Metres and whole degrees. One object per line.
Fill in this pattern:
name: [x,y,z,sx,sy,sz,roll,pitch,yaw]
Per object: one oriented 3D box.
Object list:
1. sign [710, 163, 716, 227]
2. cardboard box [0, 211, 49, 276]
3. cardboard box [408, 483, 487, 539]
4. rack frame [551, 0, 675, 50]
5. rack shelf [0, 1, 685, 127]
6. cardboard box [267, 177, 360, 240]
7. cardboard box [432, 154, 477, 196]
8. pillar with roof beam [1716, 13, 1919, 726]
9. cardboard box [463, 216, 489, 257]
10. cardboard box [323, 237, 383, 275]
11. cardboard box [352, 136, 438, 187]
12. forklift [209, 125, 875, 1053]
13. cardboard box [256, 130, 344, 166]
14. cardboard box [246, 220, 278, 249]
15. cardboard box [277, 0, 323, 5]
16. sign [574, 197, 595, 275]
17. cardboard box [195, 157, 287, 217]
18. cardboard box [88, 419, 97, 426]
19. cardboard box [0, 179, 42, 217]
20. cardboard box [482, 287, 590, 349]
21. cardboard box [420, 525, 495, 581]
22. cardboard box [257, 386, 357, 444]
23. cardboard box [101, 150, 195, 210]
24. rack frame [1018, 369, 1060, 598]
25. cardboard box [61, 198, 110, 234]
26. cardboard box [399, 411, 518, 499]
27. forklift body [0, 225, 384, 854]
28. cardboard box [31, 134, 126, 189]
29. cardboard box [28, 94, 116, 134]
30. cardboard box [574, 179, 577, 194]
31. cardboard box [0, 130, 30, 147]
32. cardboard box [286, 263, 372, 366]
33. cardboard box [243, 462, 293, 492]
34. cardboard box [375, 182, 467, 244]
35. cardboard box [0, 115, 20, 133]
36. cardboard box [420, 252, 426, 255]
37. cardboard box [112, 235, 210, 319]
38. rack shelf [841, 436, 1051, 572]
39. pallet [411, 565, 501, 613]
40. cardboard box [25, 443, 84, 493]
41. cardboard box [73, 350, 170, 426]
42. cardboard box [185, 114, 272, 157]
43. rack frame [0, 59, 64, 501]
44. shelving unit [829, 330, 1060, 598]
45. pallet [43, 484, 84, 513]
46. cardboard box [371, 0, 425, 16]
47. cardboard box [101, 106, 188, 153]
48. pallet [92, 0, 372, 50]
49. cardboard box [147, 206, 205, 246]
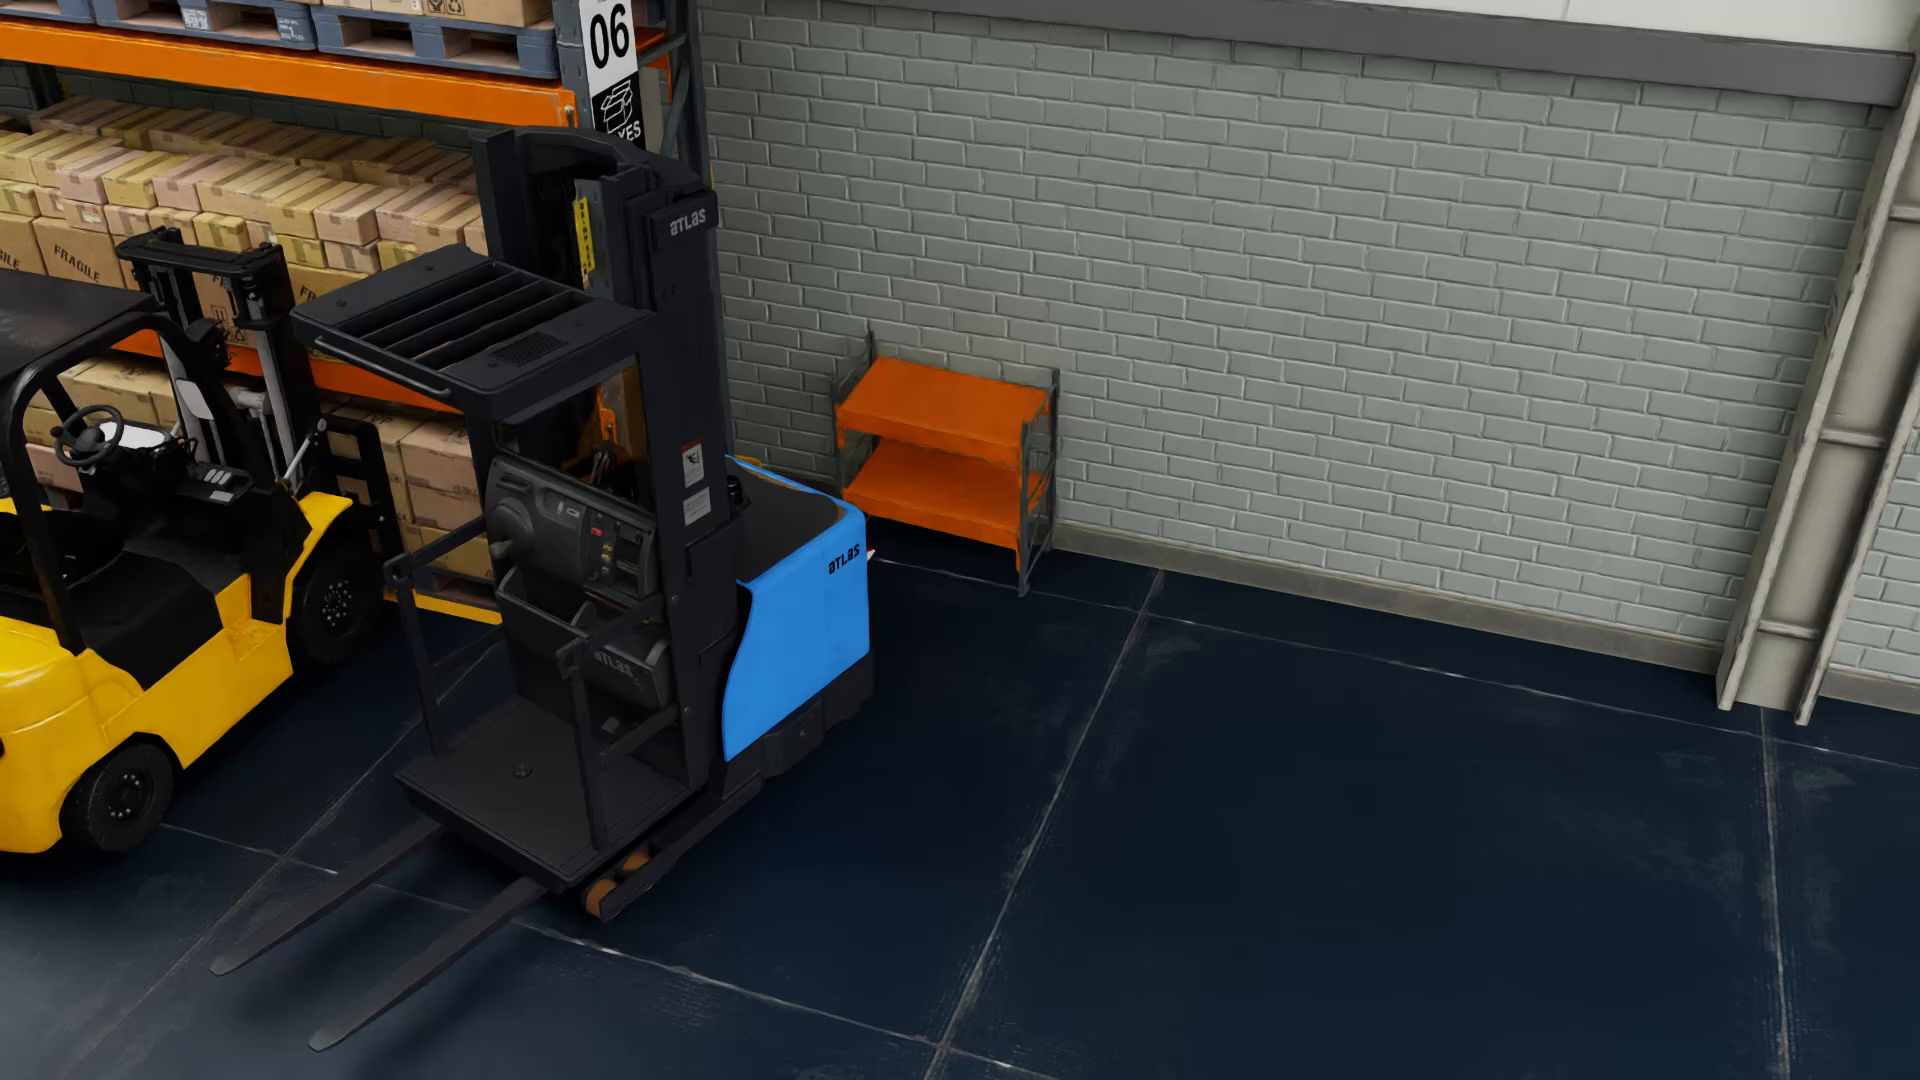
sign: [-1.235,-1.686,8.192,0.005,0.325,0.100,11,34,16]
cardboard box: [-4.864,-1.566,8.786,0.500,0.500,0.500,10,34,15]
cardboard box: [-2.460,-0.264,8.549,0.500,0.250,0.500,11,34,16]
rack frame: [-1.428,-3.527,6.384,0.127,3.000,1.000,11,34,16]
rack shelf: [-3.311,-2.330,7.960,4.000,0.370,1.077,11,34,16]
cardboard box: [-3.072,-1.586,7.945,0.250,0.149,0.380,12,35,17]
cardboard box: [-2.389,-1.775,8.238,0.250,0.149,0.380,11,35,17]
pillar with roof beam: [2.416,-0.818,2.189,0.400,9.000,9.100,11,34,16]
cardboard box: [-2.079,-1.433,7.708,0.250,0.149,0.380,11,34,17]
cardboard box: [-2.820,-1.428,7.973,0.250,0.149,0.380,10,34,15]
cardboard box: [-2.859,-1.909,8.445,0.250,0.149,0.380,10,34,15]
forklift: [-1.683,0.023,6.480,1.130,2.935,3.031,22,39,30]
cardboard box: [-3.369,-1.961,8.525,0.250,0.149,0.380,12,35,18]
cardboard box: [-3.270,-1.555,8.171,0.250,0.149,0.380,11,34,16]
cardboard box: [-2.858,-2.722,7.332,0.500,0.500,0.700,11,35,17]
sign: [-1.624,-1.318,7.208,0.005,0.325,0.100,11,34,16]
cardboard box: [-3.514,-1.736,8.177,0.250,0.149,0.380,11,34,17]
cardboard box: [-4.368,-0.632,9.119,0.500,0.250,0.500,11,34,16]
cardboard box: [-4.738,-1.814,8.571,0.250,0.149,0.380,12,35,18]
cardboard box: [-1.980,-1.004,7.916,0.500,0.500,0.500,10,34,15]
cardboard box: [-2.442,-0.048,8.675,0.500,0.250,0.500,11,34,16]
cardboard box: [-3.402,-0.647,8.681,0.500,0.250,0.500,10,34,15]
cardboard box: [-4.013,-1.791,8.262,0.250,0.149,0.380,10,34,16]
rack frame: [0.406,-0.280,8.552,0.032,1.125,0.500,14,42,17]
cardboard box: [-4.276,-1.697,8.391,0.250,0.149,0.380,12,35,18]
cardboard box: [-2.450,-0.463,8.396,0.500,0.250,0.500,12,35,17]
forklift body: [-3.829,-0.065,7.336,1.214,2.155,2.313,11,34,16]
cardboard box: [-4.474,-1.924,8.468,0.250,0.149,0.380,10,34,16]
cardboard box: [-4.791,-2.274,9.010,0.250,0.149,0.380,11,34,17]
cardboard box: [-1.902,-1.697,8.117,0.250,0.149,0.380,12,35,18]
cardboard box: [-4.994,-1.968,8.536,0.250,0.149,0.380,12,35,17]
cardboard box: [-2.948,-1.198,8.215,0.500,0.500,0.500,10,34,16]
cardboard box: [-3.423,-0.442,8.823,0.500,0.250,0.500,11,34,16]
cardboard box: [-2.544,-1.551,7.890,0.250,0.149,0.380,11,35,17]
cardboard box: [-5.452,-2.227,9.211,0.250,0.149,0.380,10,34,15]
cardboard box: [-2.323,-1.352,7.856,0.250,0.149,0.380,12,35,17]
cardboard box: [-3.891,-1.387,8.509,0.500,0.500,0.500,11,34,16]
rack shelf: [-0.065,-0.208,8.854,1.000,0.278,0.538,14,42,17]
pallet: [-2.162,0.046,8.951,1.213,0.211,1.003,11,34,16]
cardboard box: [-4.850,-0.502,9.378,0.500,0.250,0.500,11,35,17]
cardboard box: [-4.366,-0.832,8.968,0.500,0.250,0.500,11,34,17]
cardboard box: [-3.821,-2.093,8.731,0.250,0.149,0.380,10,34,16]
rack frame: [-5.194,-1.738,9.145,0.127,3.000,1.000,11,34,16]
shelving unit: [-0.068,-0.395,8.696,1.048,1.125,0.538,14,42,17]
pallet: [-4.459,-0.400,9.643,1.213,0.211,1.003,11,34,16]
cardboard box: [-2.311,-2.376,7.119,0.250,0.149,0.380,10,34,15]
cardboard box: [-4.315,-2.165,8.841,0.250,0.149,0.380,11,34,16]
pallet: [-3.237,-2.594,7.787,1.213,0.211,1.003,11,34,16]
cardboard box: [-3.787,-1.611,8.258,0.250,0.149,0.380,10,34,15]
